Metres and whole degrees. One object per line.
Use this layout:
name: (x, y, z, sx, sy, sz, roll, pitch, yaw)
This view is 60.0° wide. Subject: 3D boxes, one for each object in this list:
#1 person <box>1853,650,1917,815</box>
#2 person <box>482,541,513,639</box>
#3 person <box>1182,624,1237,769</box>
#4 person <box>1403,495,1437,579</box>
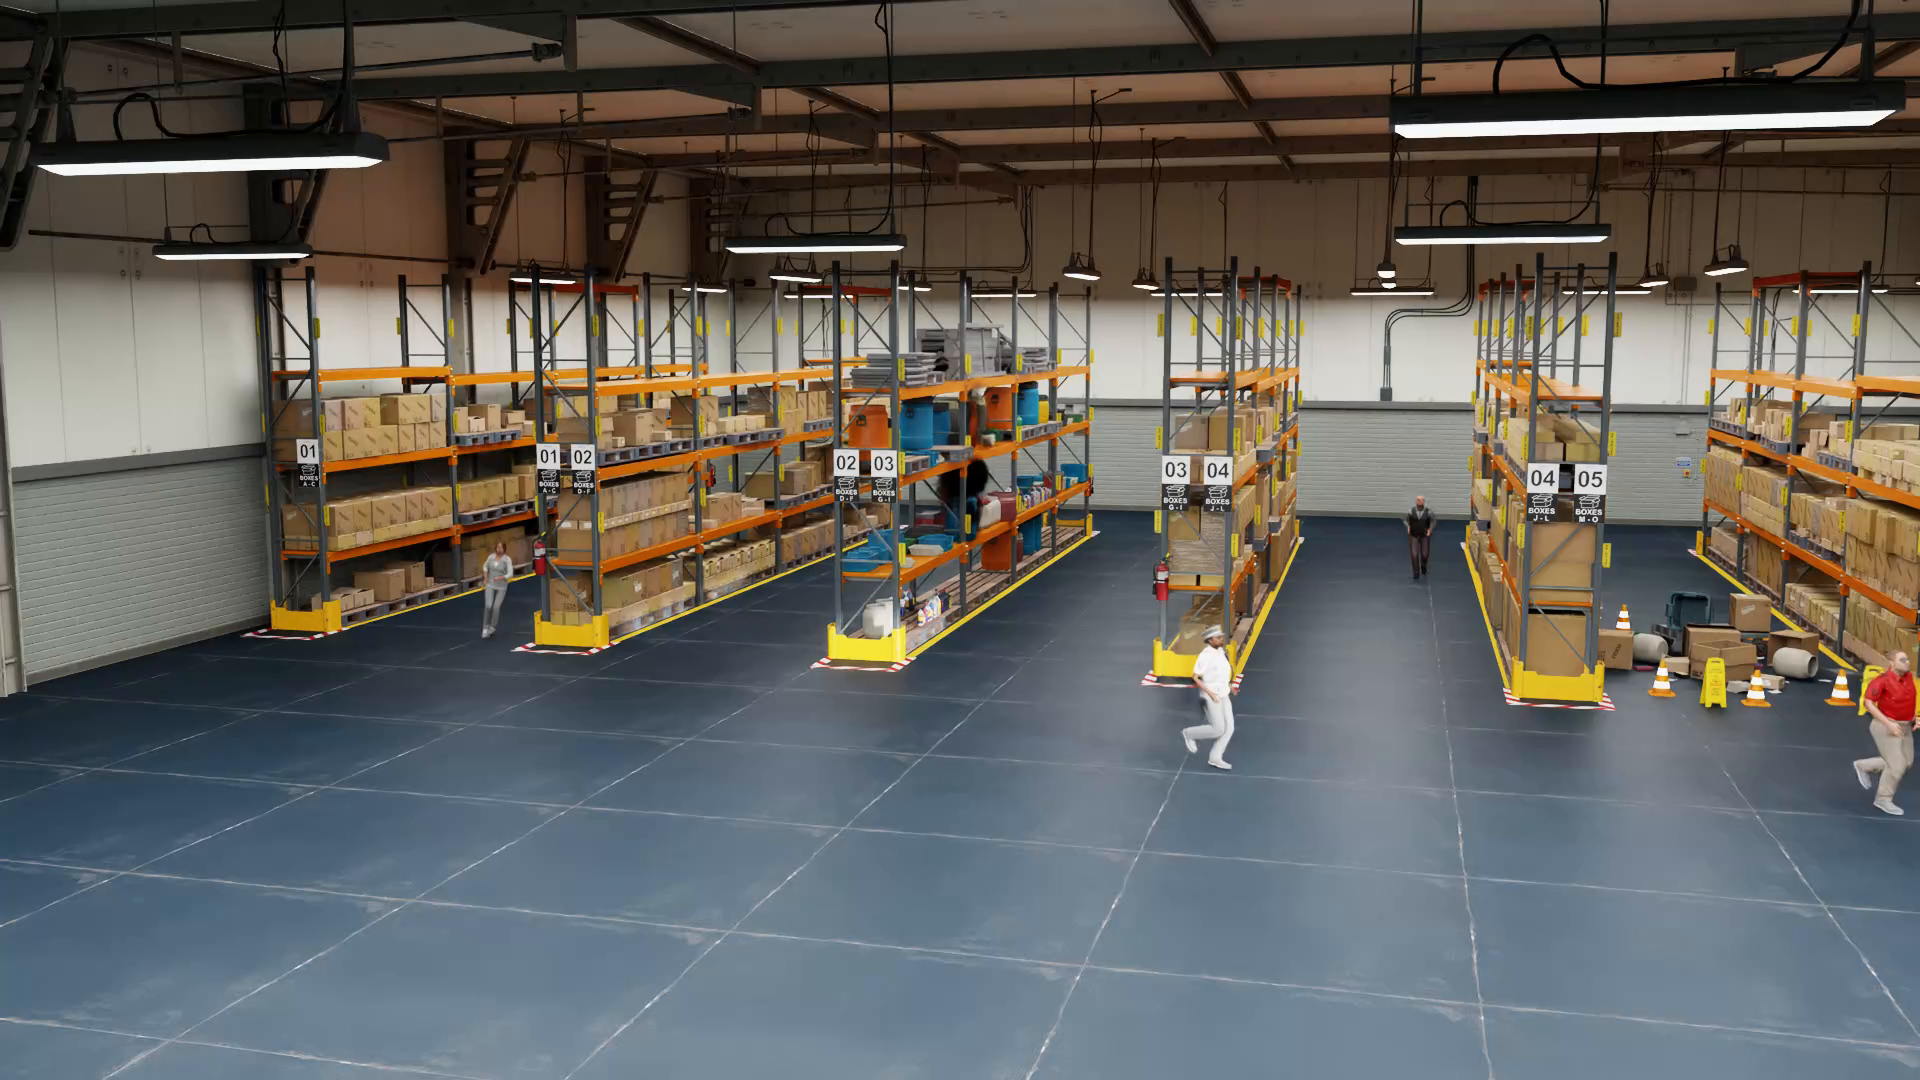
person: (9.690, 1.972, 17.438, 0.669, 1.713, 0.667, -3, 8, -25)
person: (-7.529, 0.804, 27.067, 0.531, 1.598, 0.616, -1, 7, -9)
person: (2.877, 1.777, 19.091, 0.589, 1.662, 0.575, 6, 9, 39)
person: (9.213, -0.057, 33.375, 0.656, 1.673, 0.574, 2, 8, 16)
